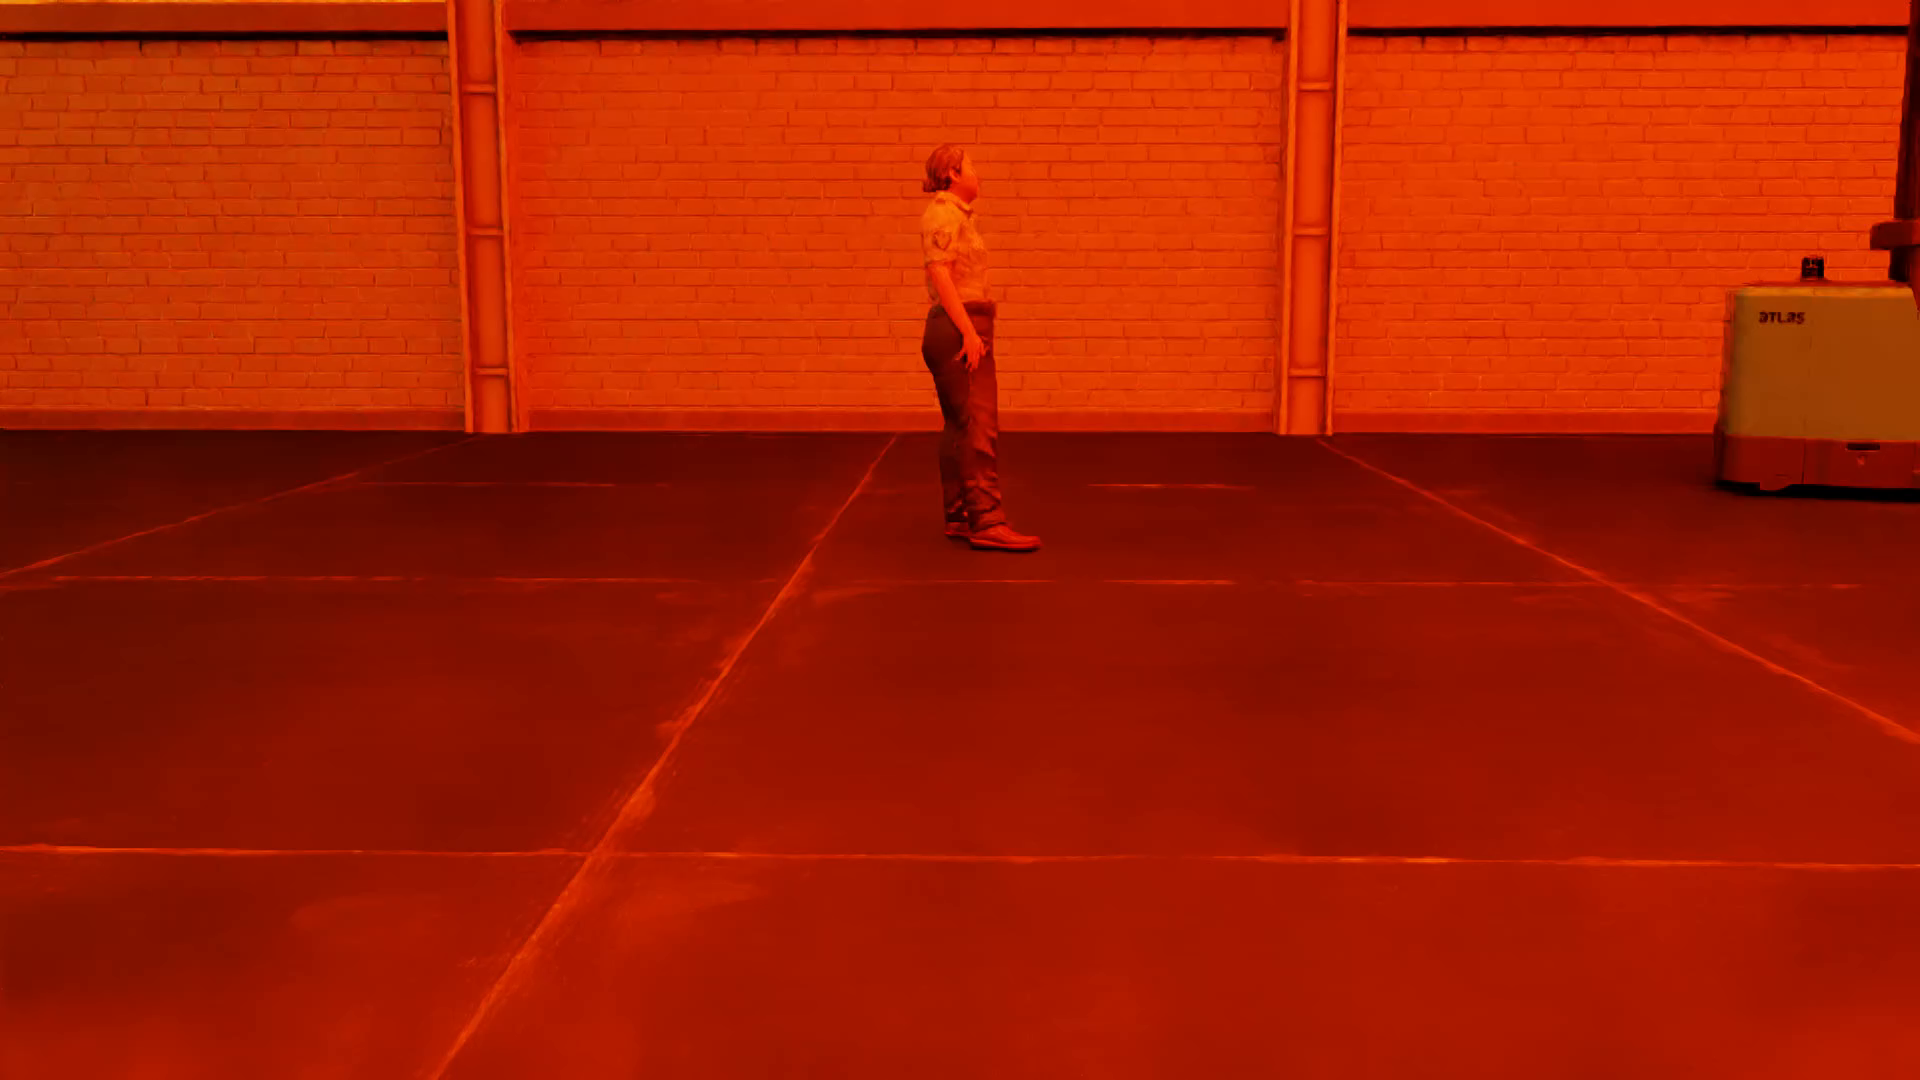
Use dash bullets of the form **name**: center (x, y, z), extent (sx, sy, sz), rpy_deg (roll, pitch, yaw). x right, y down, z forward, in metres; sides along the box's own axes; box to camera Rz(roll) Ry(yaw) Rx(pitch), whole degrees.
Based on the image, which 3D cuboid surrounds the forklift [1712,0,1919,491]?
- **forklift**: center (5.562, -1.673, 8.377), extent (3.031, 2.935, 1.130), rpy_deg (3, 9, 21)

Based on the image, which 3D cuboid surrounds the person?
- **person**: center (0.089, -0.811, 6.978), extent (0.502, 1.637, 0.599), rpy_deg (0, 9, 1)
